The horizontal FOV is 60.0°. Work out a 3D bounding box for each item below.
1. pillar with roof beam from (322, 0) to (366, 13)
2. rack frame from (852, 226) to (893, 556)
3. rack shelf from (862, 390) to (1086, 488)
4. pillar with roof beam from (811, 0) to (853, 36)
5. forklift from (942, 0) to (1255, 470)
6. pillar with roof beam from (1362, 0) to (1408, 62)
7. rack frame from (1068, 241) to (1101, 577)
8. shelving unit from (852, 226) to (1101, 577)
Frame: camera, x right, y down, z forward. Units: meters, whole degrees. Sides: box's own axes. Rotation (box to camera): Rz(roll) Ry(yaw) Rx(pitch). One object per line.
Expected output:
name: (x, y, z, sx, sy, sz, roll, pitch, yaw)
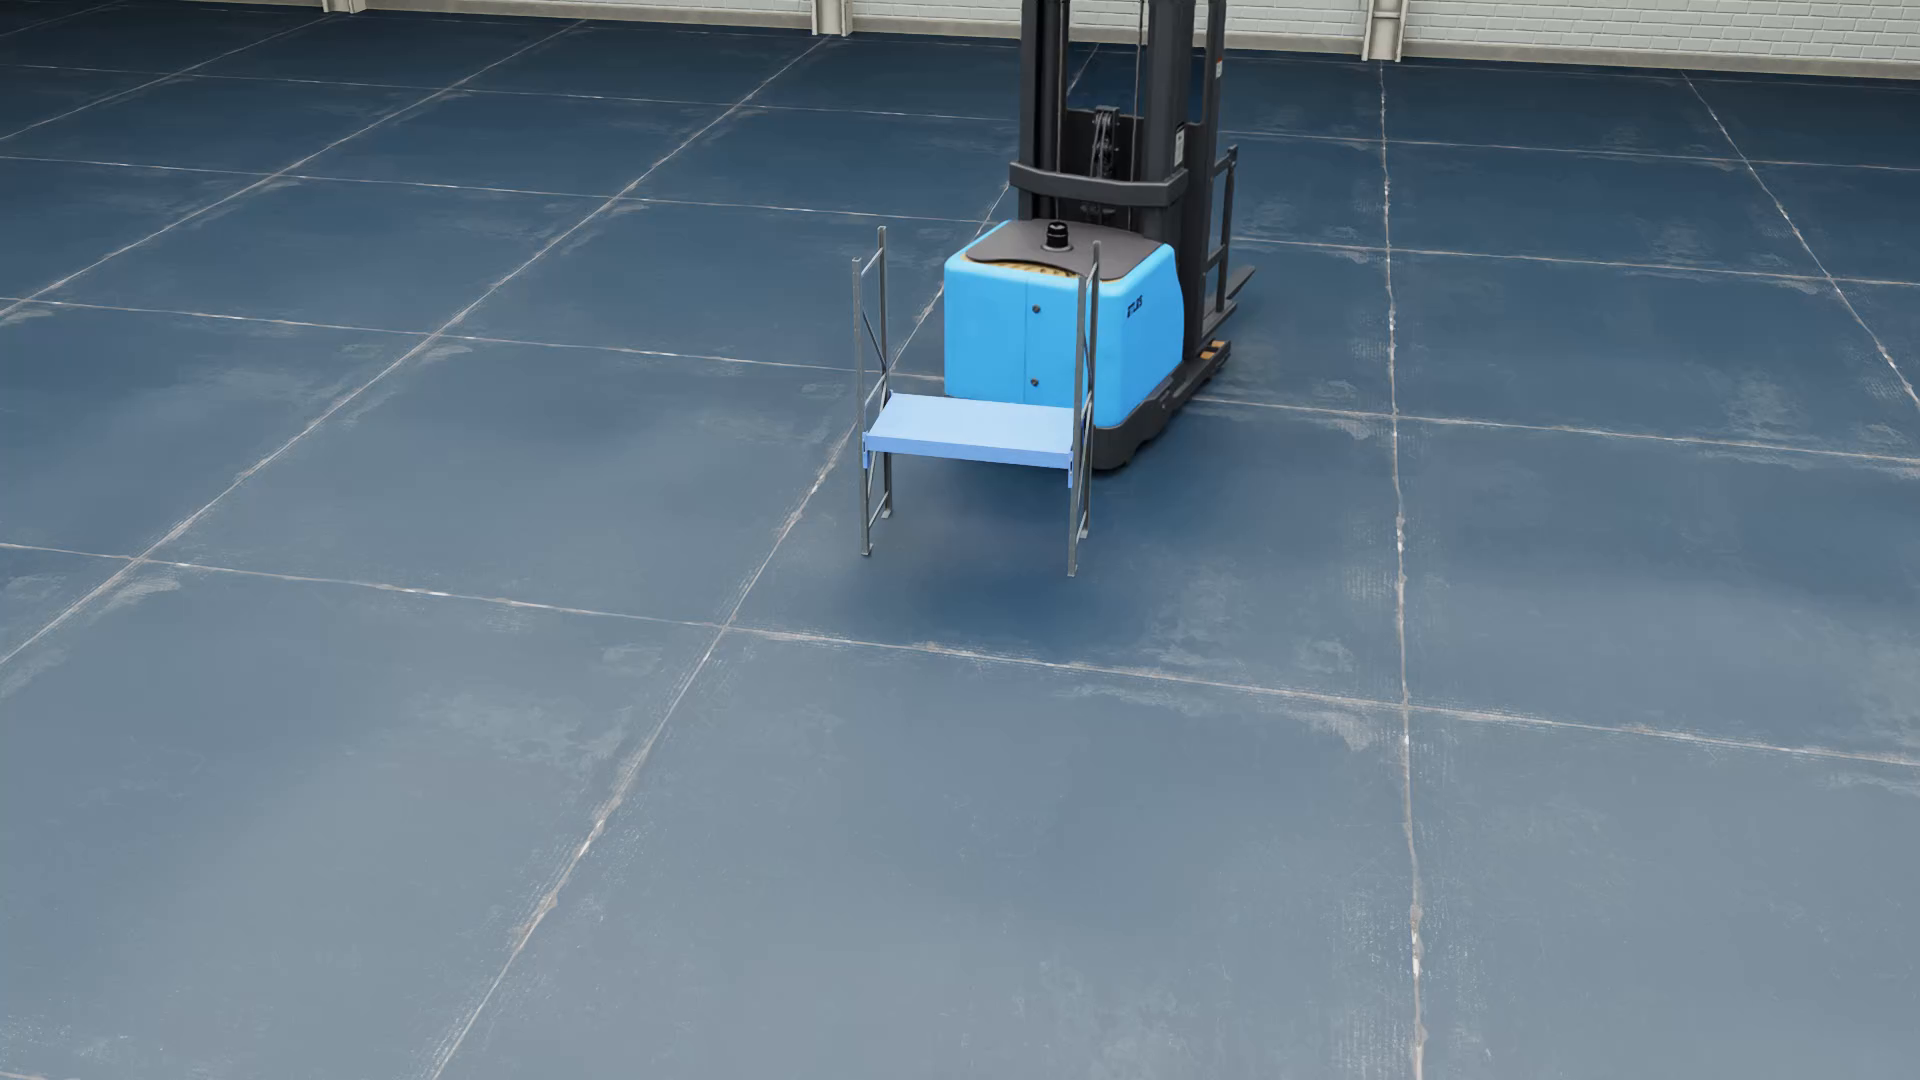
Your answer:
pillar with roof beam: (-8.193, -8.217, 13.888, 0.400, 9.000, 9.100, 6, 29, 11)
rack frame: (-0.414, -0.700, 7.967, 0.032, 1.500, 0.500, 6, 29, 11)
rack shelf: (0.083, -0.492, 7.961, 1.000, 0.185, 0.538, 6, 29, 11)
pillar with roof beam: (-2.325, -7.615, 12.789, 0.400, 9.000, 9.100, 6, 29, 11)
forklift: (1.005, -2.340, 9.471, 1.130, 2.935, 3.031, 13, 31, 23)
pillar with roof beam: (3.543, -7.014, 11.690, 0.400, 9.000, 9.100, 6, 29, 11)
rack frame: (0.581, -0.598, 7.781, 0.032, 1.500, 0.500, 6, 29, 11)
shelving unit: (0.083, -0.649, 7.874, 1.048, 1.500, 0.538, 6, 29, 11)
